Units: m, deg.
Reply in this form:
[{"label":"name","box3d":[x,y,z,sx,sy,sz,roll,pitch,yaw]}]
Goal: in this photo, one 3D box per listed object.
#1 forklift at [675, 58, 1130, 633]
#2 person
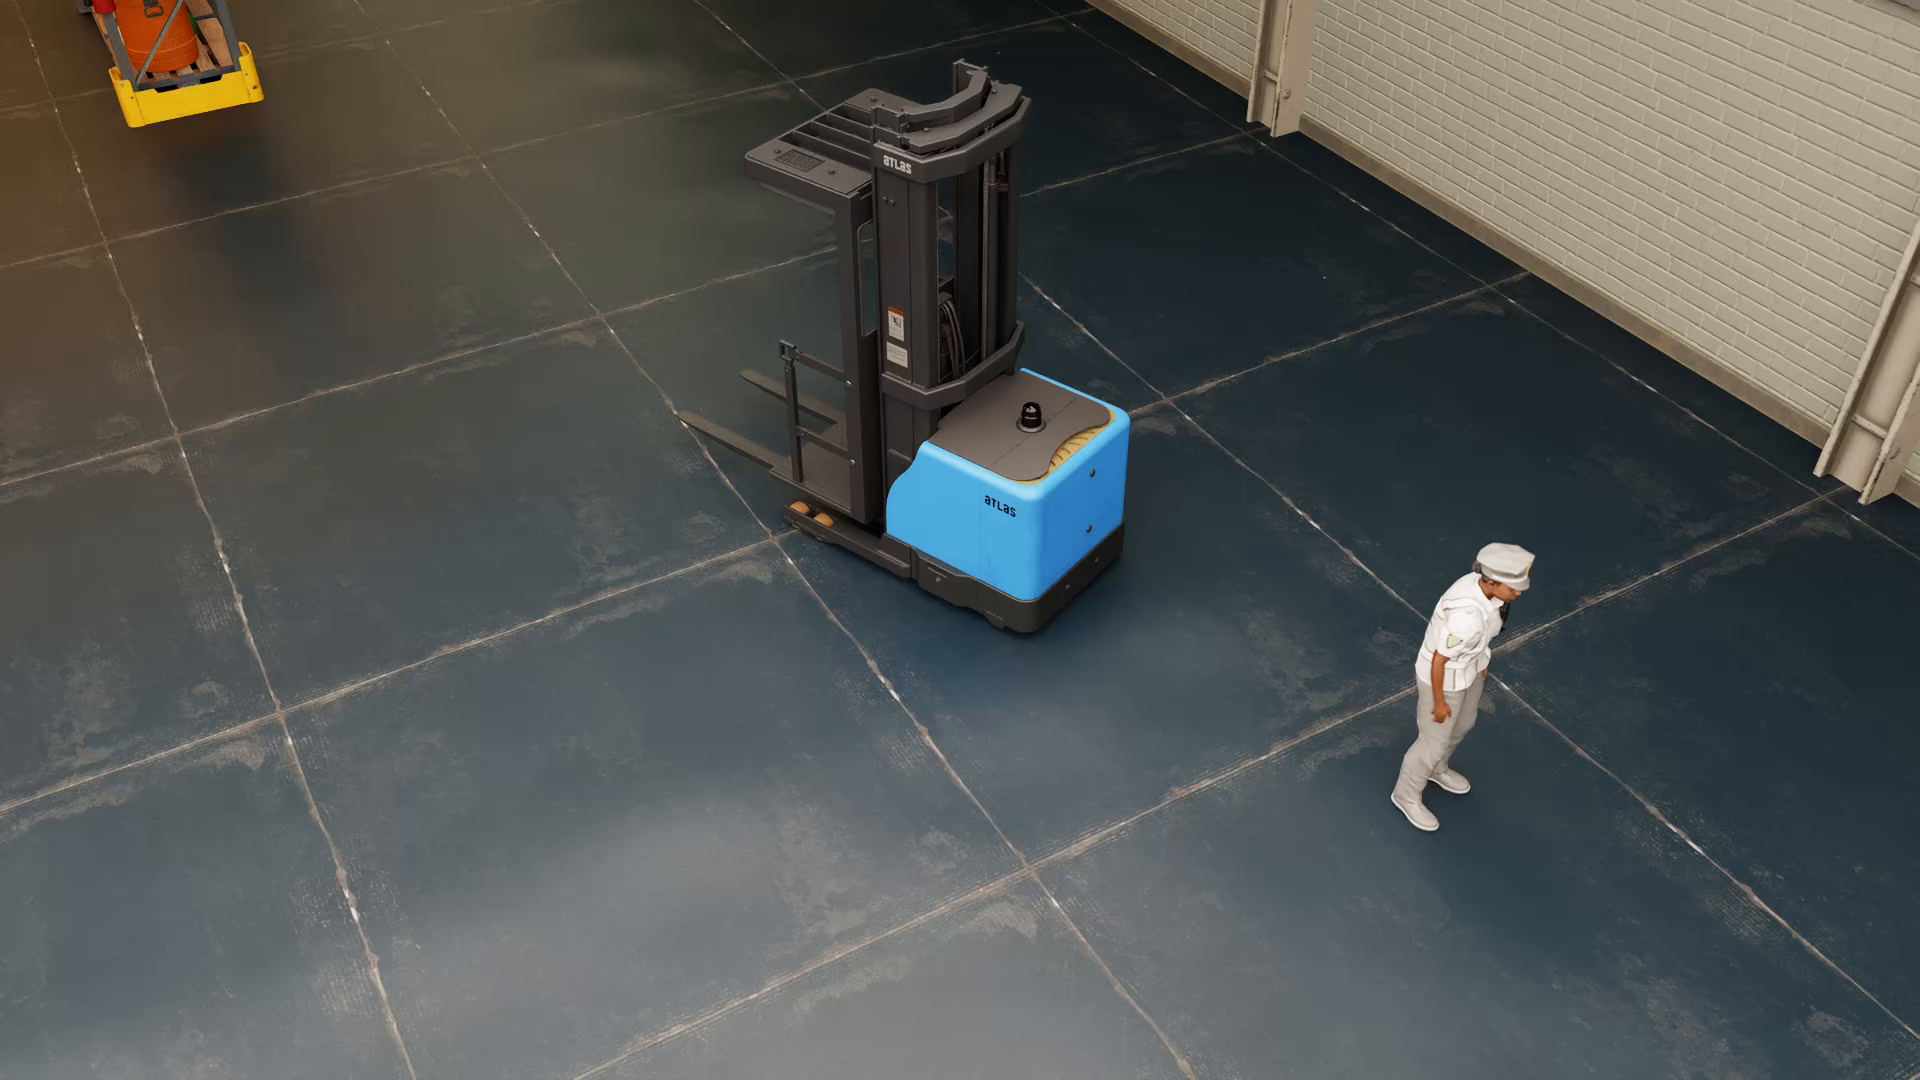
[{"label":"forklift","box3d":[-0.481,-1.366,9.683,3.031,2.935,1.130,26,46,28]},{"label":"person","box3d":[2.455,0.688,8.206,0.399,1.657,0.513,29,48,30]}]
